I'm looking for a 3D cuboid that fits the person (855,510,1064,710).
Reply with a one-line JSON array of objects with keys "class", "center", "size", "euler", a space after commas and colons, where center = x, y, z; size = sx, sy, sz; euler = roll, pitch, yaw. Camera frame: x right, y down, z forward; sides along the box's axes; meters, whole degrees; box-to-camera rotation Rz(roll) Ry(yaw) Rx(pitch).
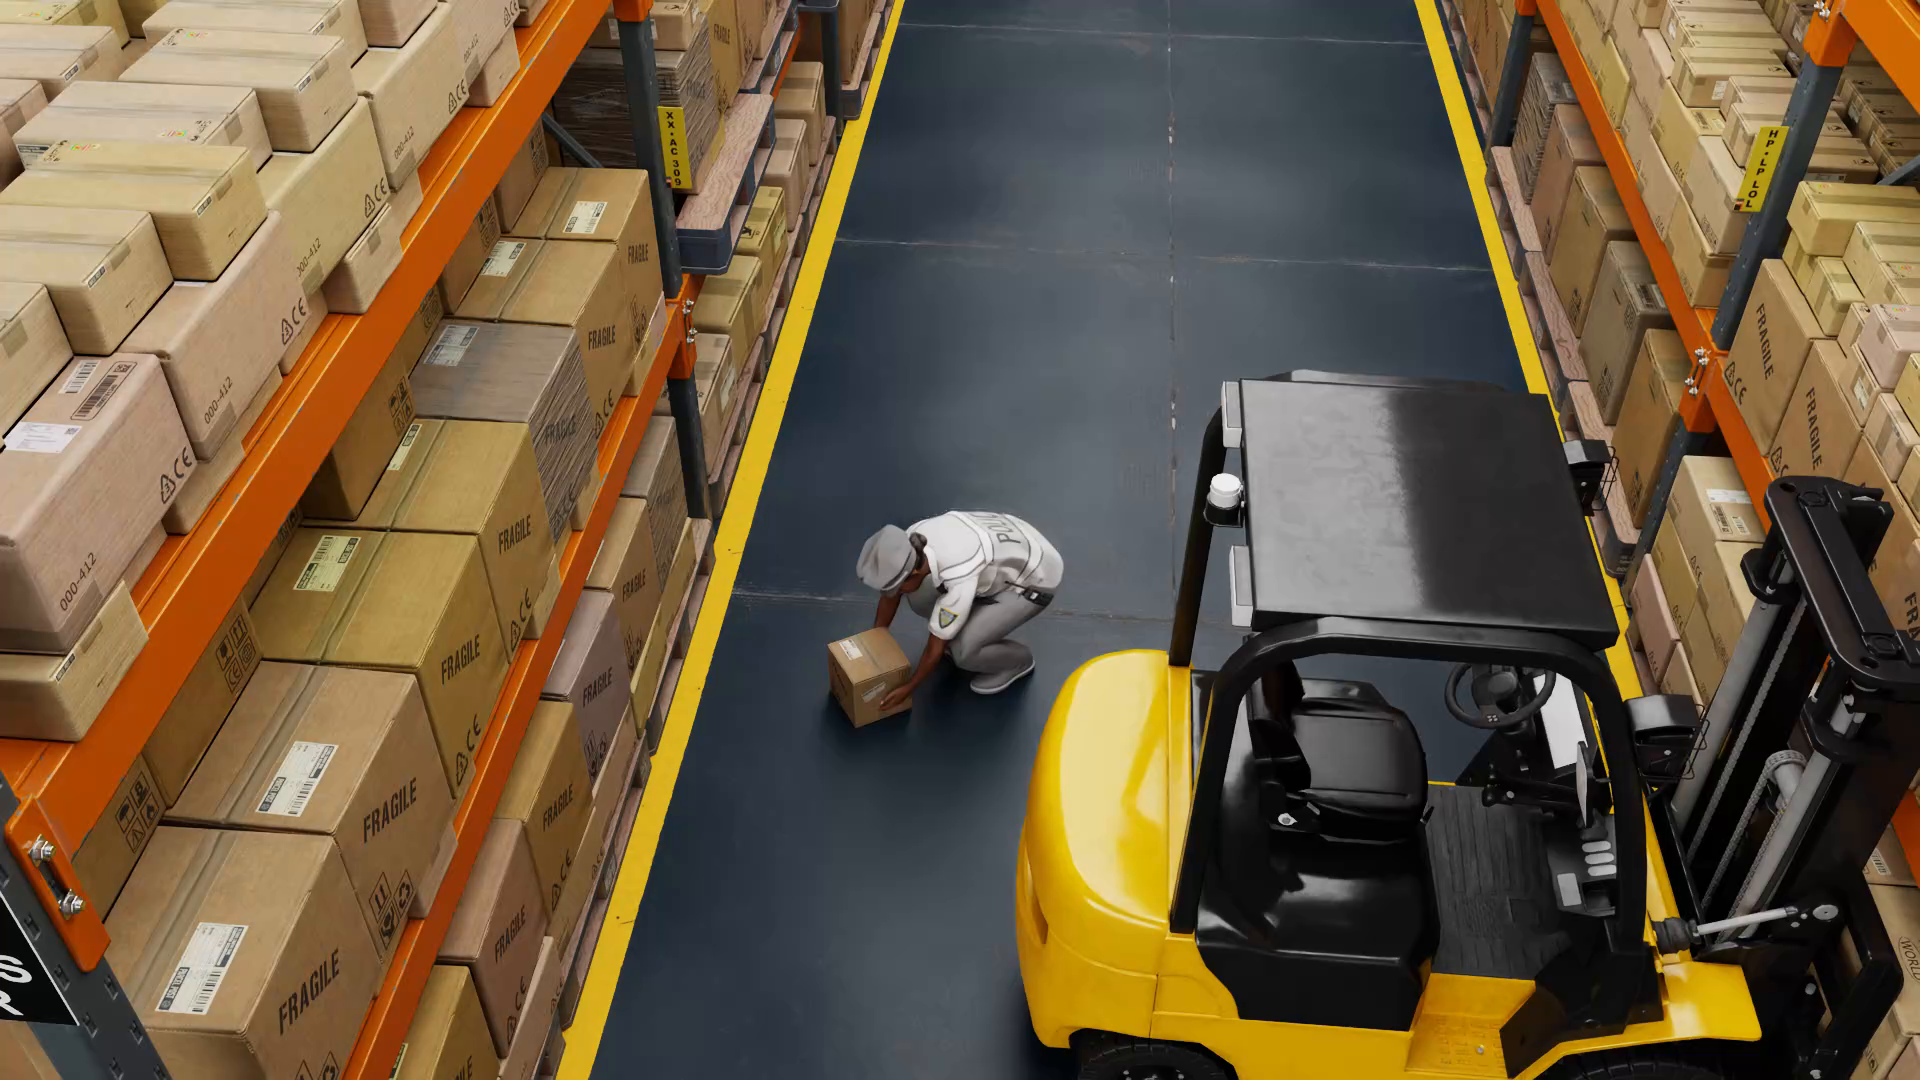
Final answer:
[{"class": "person", "center": [-0.010, 0.209, 6.521], "size": [0.870, 0.881, 0.478], "euler": [-19, 44, -21]}]
